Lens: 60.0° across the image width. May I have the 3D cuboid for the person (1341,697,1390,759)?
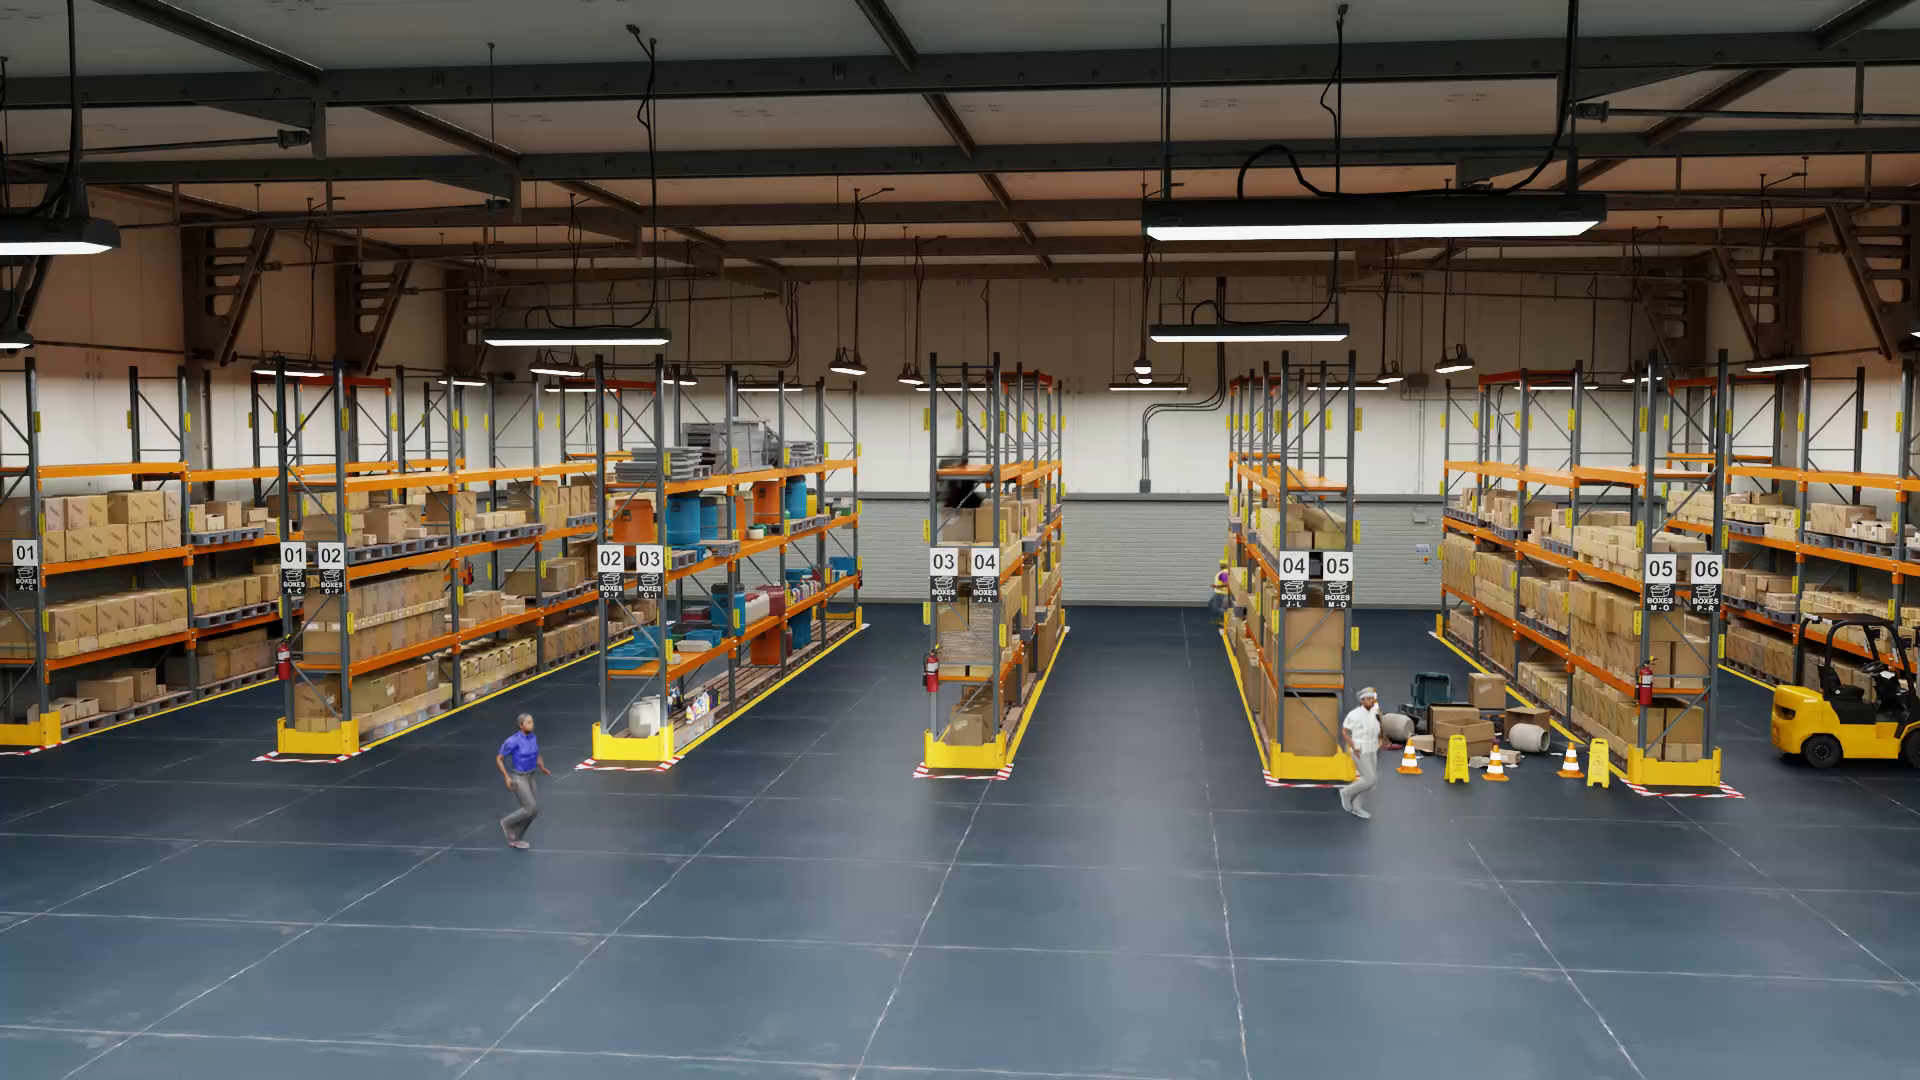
[{"bbox_3d":[5.185,2.336,21.032,0.566,0.851,0.497,-3,5,-35],"label":"person"}]

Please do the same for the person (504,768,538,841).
[{"bbox_3d":[-5.101,3.105,19.514,0.499,0.908,0.368,2,5,27],"label":"person"}]

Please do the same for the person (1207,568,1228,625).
[{"bbox_3d":[6.339,1.412,40.700,0.600,1.481,0.818,1,4,10],"label":"person"}]
